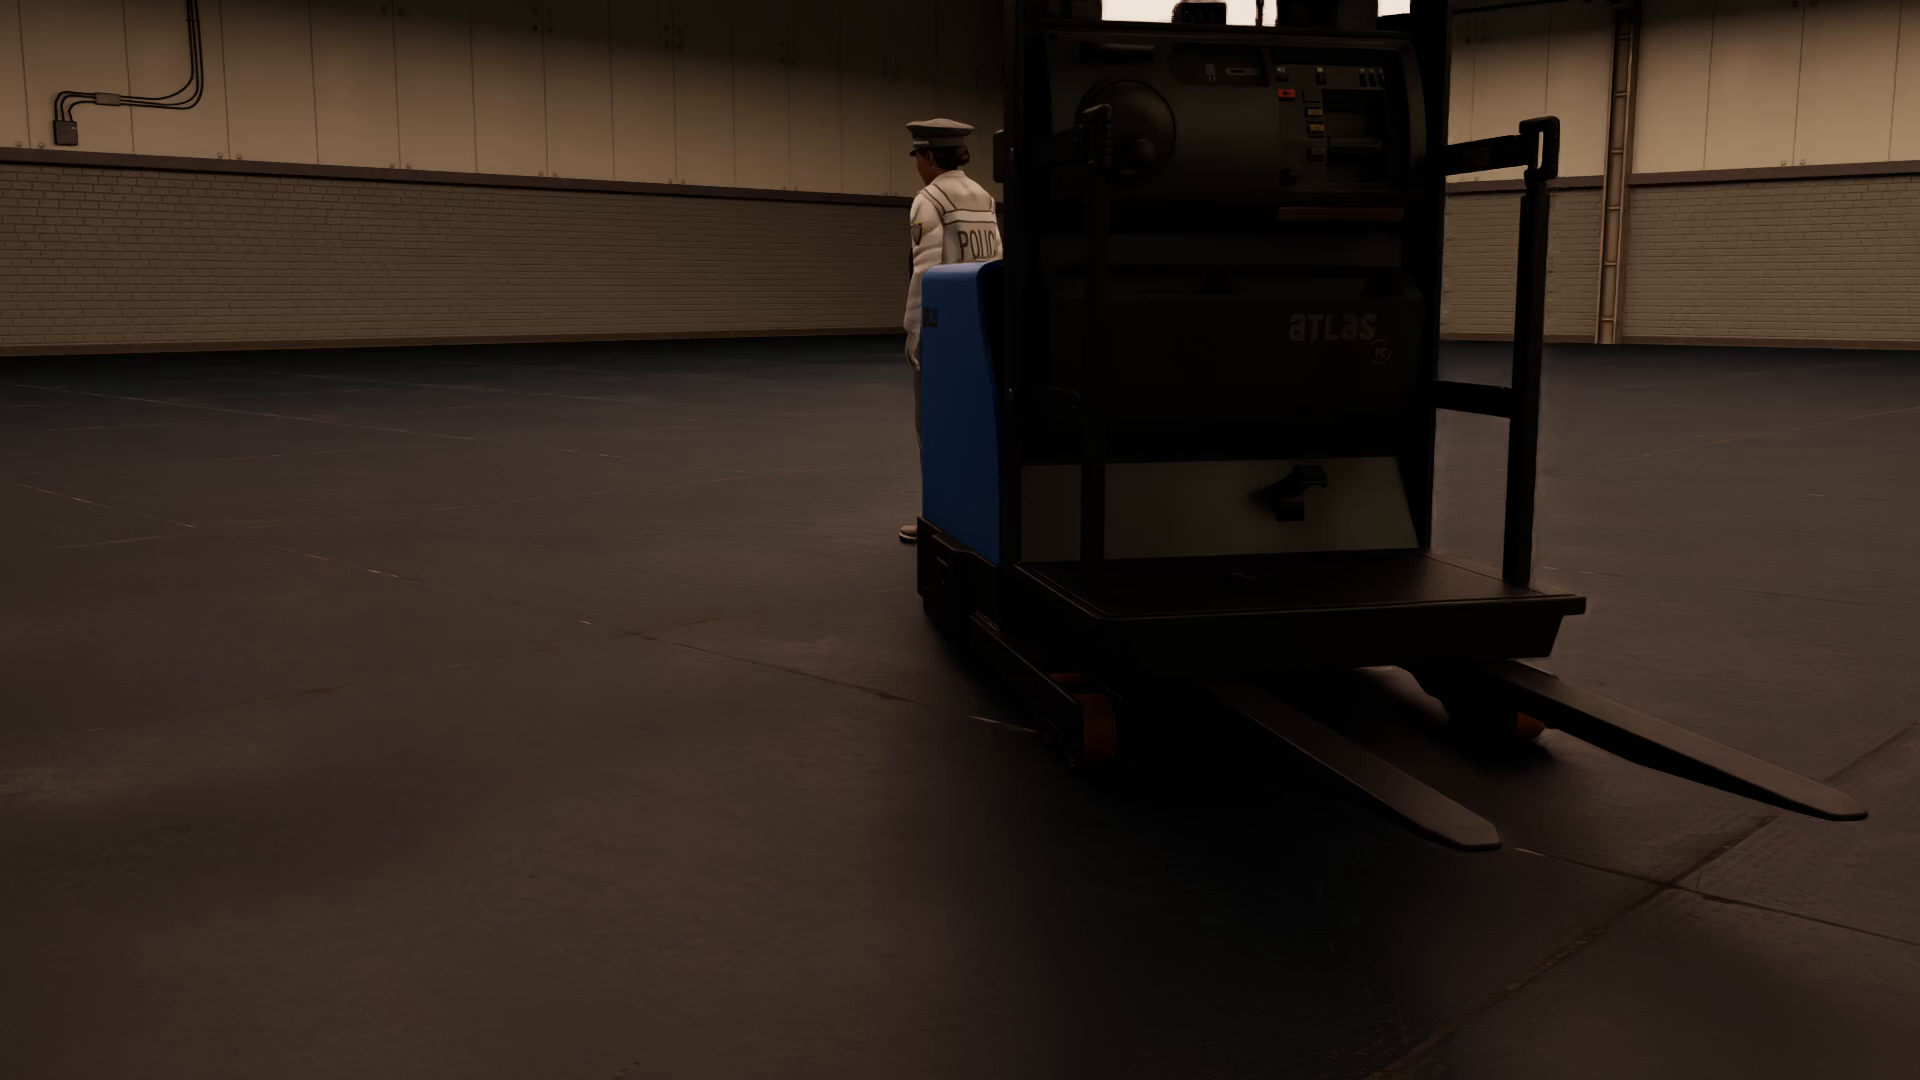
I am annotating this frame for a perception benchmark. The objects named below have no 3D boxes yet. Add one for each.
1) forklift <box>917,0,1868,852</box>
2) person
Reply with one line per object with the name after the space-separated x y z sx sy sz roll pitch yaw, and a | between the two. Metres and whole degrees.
0.697 -1.026 3.687 1.130 2.935 3.031 -2 9 -13 | forklift
-0.028 -0.823 6.606 0.372 1.663 0.529 8 11 41 | person
